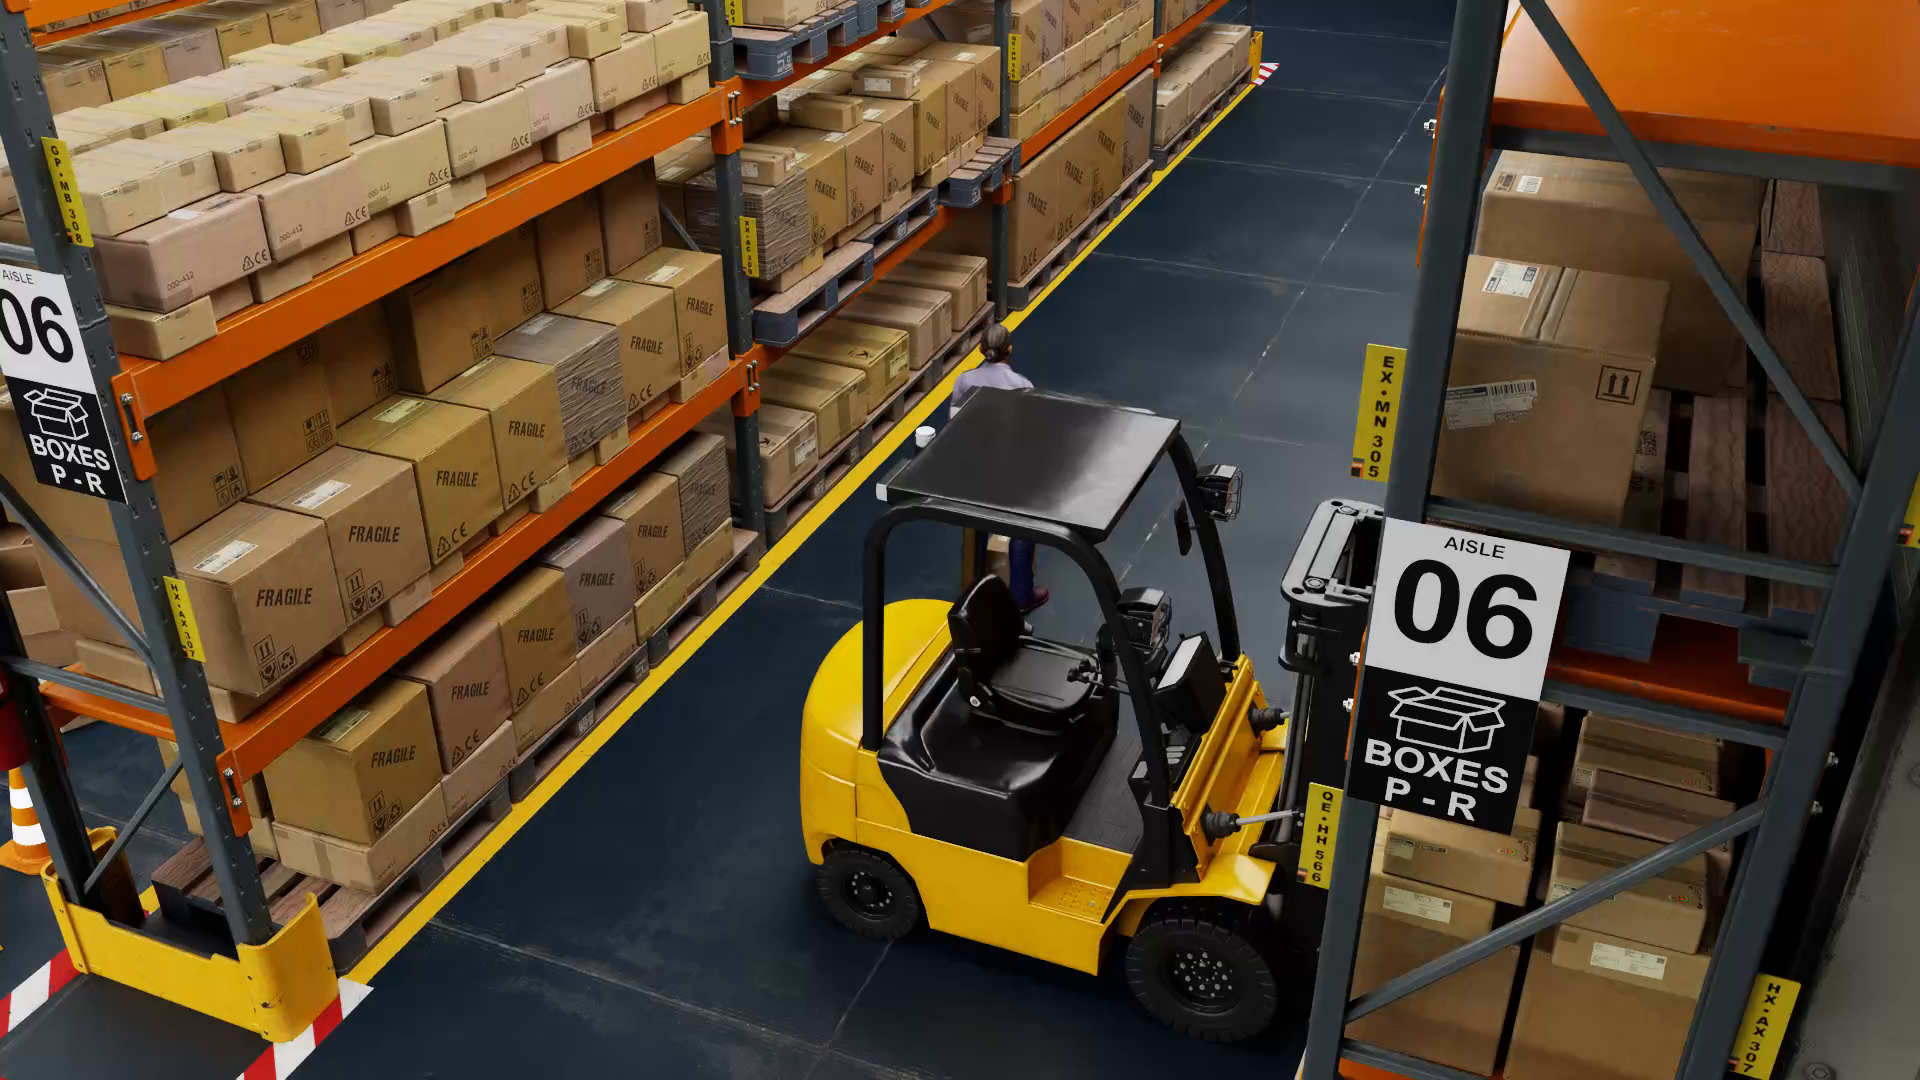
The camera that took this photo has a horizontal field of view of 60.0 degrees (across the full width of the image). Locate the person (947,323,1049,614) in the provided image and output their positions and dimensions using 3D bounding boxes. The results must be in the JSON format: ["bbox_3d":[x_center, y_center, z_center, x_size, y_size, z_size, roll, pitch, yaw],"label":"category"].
[{"bbox_3d":[0.205,-0.375,9.053,0.562,1.651,0.372,9,31,16],"label":"person"}]
